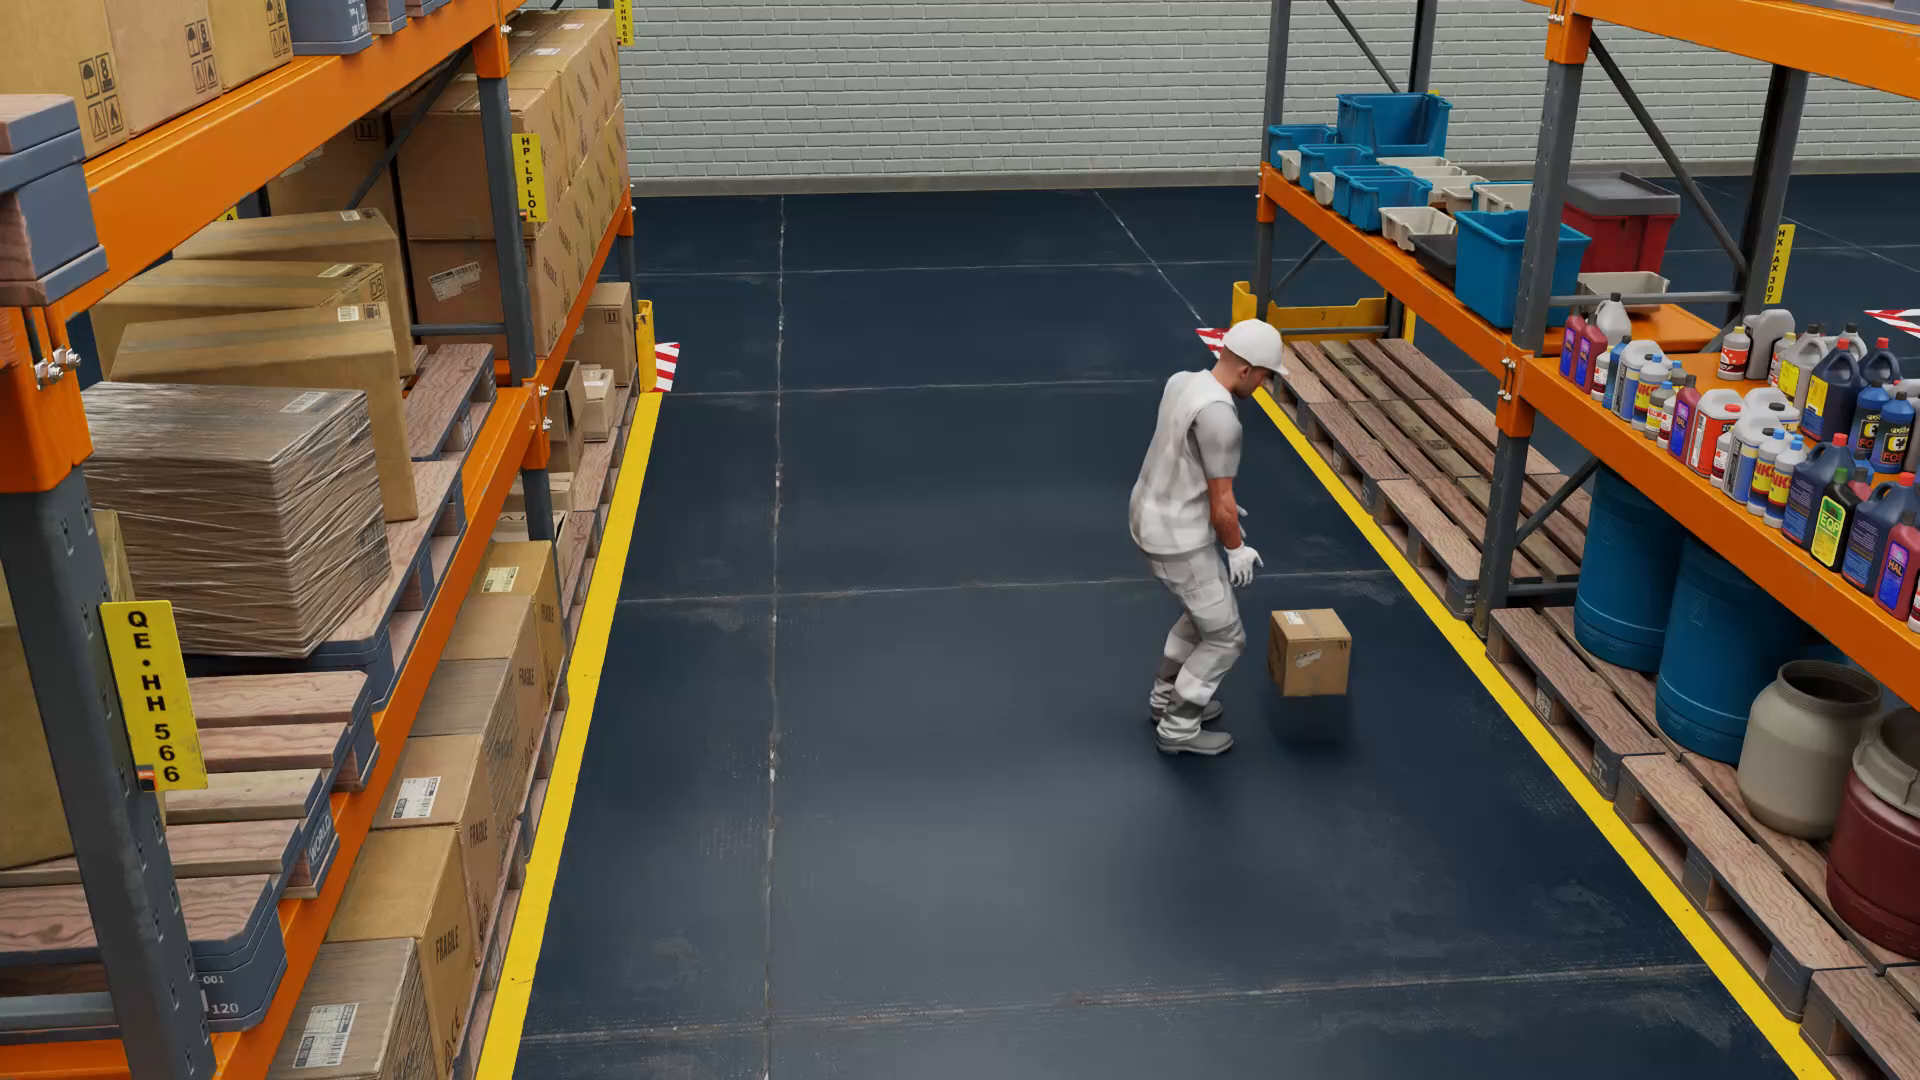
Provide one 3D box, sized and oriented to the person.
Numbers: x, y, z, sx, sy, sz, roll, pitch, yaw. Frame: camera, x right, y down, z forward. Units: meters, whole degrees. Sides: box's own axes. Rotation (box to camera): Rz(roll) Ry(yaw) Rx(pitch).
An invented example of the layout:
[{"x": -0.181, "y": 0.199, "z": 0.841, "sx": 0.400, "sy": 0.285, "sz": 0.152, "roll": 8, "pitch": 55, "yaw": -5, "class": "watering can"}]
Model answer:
[{"x": 0.915, "y": -0.019, "z": 6.268, "sx": 0.558, "sy": 1.666, "sz": 0.560, "roll": -2, "pitch": 24, "yaw": -4, "class": "person"}]
